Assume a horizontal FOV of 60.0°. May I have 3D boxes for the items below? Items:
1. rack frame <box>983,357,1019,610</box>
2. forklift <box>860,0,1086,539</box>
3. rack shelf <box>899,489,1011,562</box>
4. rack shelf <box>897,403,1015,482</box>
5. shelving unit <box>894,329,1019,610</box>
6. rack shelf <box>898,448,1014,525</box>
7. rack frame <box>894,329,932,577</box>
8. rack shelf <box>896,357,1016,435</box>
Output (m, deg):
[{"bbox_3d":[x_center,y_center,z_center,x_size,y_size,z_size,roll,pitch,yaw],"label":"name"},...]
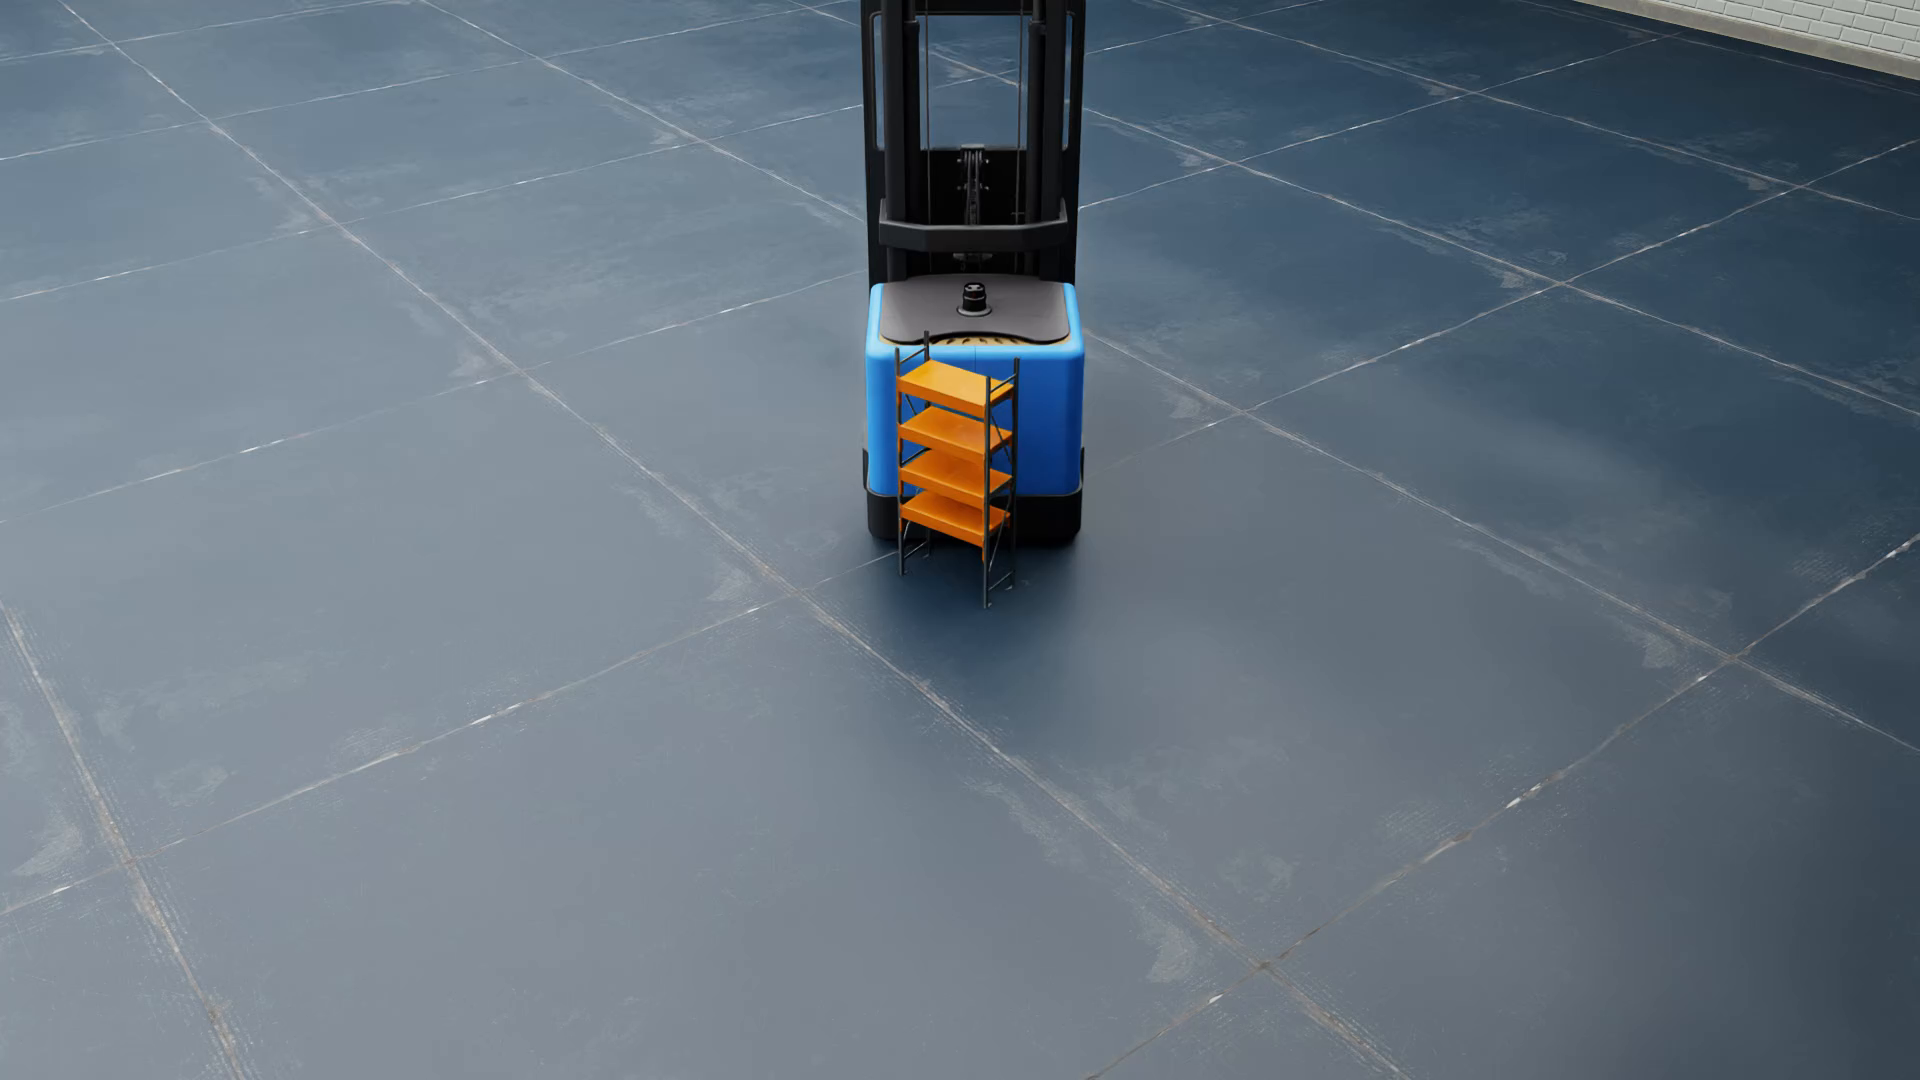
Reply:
[{"bbox_3d":[0.184,-0.239,7.497,0.015,1.200,0.240,20,37,29],"label":"rack frame"},{"bbox_3d":[0.060,-1.991,8.677,1.130,2.935,3.031,0,32,0],"label":"forklift"},{"bbox_3d":[-0.015,-0.087,7.757,0.480,0.148,0.258,20,37,29],"label":"rack shelf"},{"bbox_3d":[-0.015,-0.446,7.534,0.480,0.148,0.258,20,37,29],"label":"rack shelf"},{"bbox_3d":[-0.015,-0.313,7.617,0.503,1.200,0.258,20,37,29],"label":"shelving unit"},{"bbox_3d":[-0.015,-0.256,7.652,0.480,0.148,0.258,20,37,29],"label":"rack shelf"},{"bbox_3d":[-0.214,-0.388,7.737,0.015,1.200,0.240,20,37,29],"label":"rack frame"},{"bbox_3d":[-0.015,-0.647,7.410,0.480,0.148,0.258,20,37,29],"label":"rack shelf"}]
